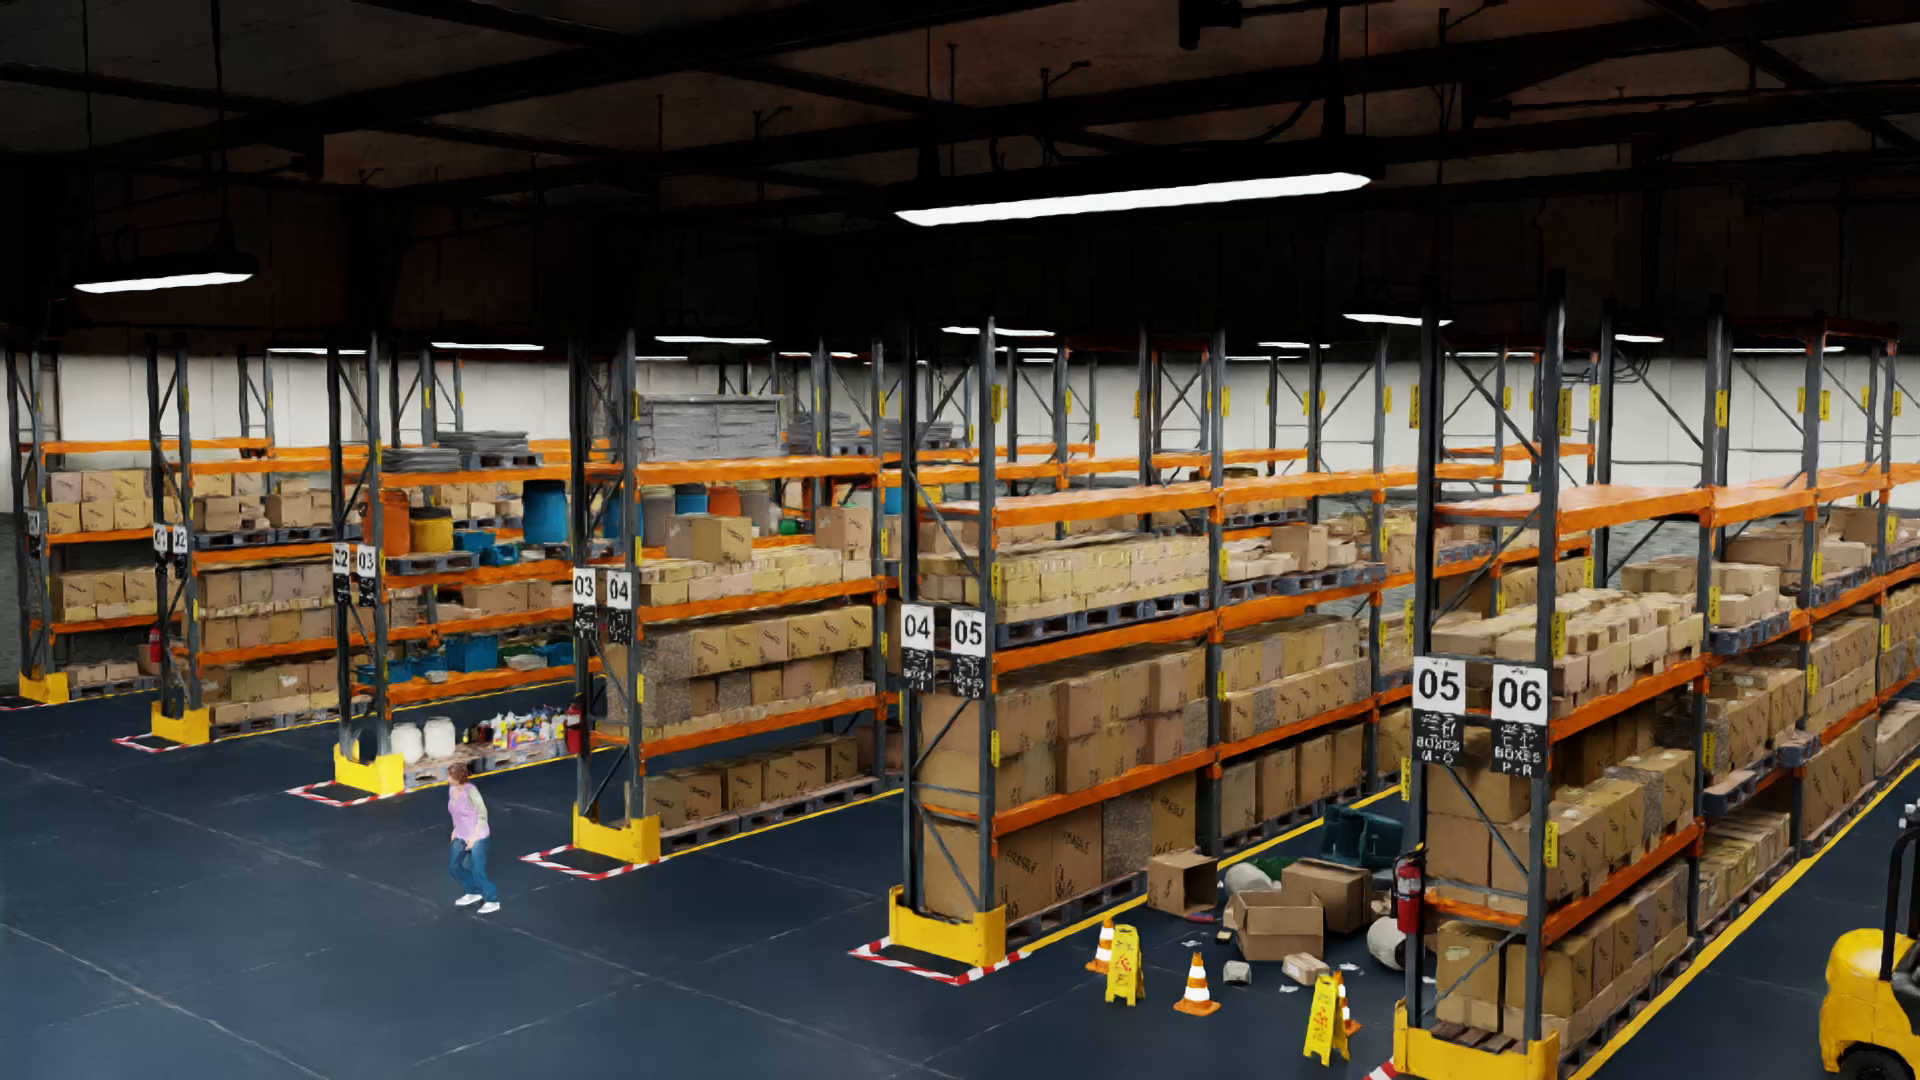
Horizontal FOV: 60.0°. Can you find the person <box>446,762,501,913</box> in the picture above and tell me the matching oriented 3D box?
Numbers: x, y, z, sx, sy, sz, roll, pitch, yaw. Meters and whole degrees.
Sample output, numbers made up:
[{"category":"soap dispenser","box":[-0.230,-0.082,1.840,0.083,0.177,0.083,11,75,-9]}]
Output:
[{"category":"person","box":[-4.834,2.926,16.442,0.564,1.541,0.519,4,6,37]}]
